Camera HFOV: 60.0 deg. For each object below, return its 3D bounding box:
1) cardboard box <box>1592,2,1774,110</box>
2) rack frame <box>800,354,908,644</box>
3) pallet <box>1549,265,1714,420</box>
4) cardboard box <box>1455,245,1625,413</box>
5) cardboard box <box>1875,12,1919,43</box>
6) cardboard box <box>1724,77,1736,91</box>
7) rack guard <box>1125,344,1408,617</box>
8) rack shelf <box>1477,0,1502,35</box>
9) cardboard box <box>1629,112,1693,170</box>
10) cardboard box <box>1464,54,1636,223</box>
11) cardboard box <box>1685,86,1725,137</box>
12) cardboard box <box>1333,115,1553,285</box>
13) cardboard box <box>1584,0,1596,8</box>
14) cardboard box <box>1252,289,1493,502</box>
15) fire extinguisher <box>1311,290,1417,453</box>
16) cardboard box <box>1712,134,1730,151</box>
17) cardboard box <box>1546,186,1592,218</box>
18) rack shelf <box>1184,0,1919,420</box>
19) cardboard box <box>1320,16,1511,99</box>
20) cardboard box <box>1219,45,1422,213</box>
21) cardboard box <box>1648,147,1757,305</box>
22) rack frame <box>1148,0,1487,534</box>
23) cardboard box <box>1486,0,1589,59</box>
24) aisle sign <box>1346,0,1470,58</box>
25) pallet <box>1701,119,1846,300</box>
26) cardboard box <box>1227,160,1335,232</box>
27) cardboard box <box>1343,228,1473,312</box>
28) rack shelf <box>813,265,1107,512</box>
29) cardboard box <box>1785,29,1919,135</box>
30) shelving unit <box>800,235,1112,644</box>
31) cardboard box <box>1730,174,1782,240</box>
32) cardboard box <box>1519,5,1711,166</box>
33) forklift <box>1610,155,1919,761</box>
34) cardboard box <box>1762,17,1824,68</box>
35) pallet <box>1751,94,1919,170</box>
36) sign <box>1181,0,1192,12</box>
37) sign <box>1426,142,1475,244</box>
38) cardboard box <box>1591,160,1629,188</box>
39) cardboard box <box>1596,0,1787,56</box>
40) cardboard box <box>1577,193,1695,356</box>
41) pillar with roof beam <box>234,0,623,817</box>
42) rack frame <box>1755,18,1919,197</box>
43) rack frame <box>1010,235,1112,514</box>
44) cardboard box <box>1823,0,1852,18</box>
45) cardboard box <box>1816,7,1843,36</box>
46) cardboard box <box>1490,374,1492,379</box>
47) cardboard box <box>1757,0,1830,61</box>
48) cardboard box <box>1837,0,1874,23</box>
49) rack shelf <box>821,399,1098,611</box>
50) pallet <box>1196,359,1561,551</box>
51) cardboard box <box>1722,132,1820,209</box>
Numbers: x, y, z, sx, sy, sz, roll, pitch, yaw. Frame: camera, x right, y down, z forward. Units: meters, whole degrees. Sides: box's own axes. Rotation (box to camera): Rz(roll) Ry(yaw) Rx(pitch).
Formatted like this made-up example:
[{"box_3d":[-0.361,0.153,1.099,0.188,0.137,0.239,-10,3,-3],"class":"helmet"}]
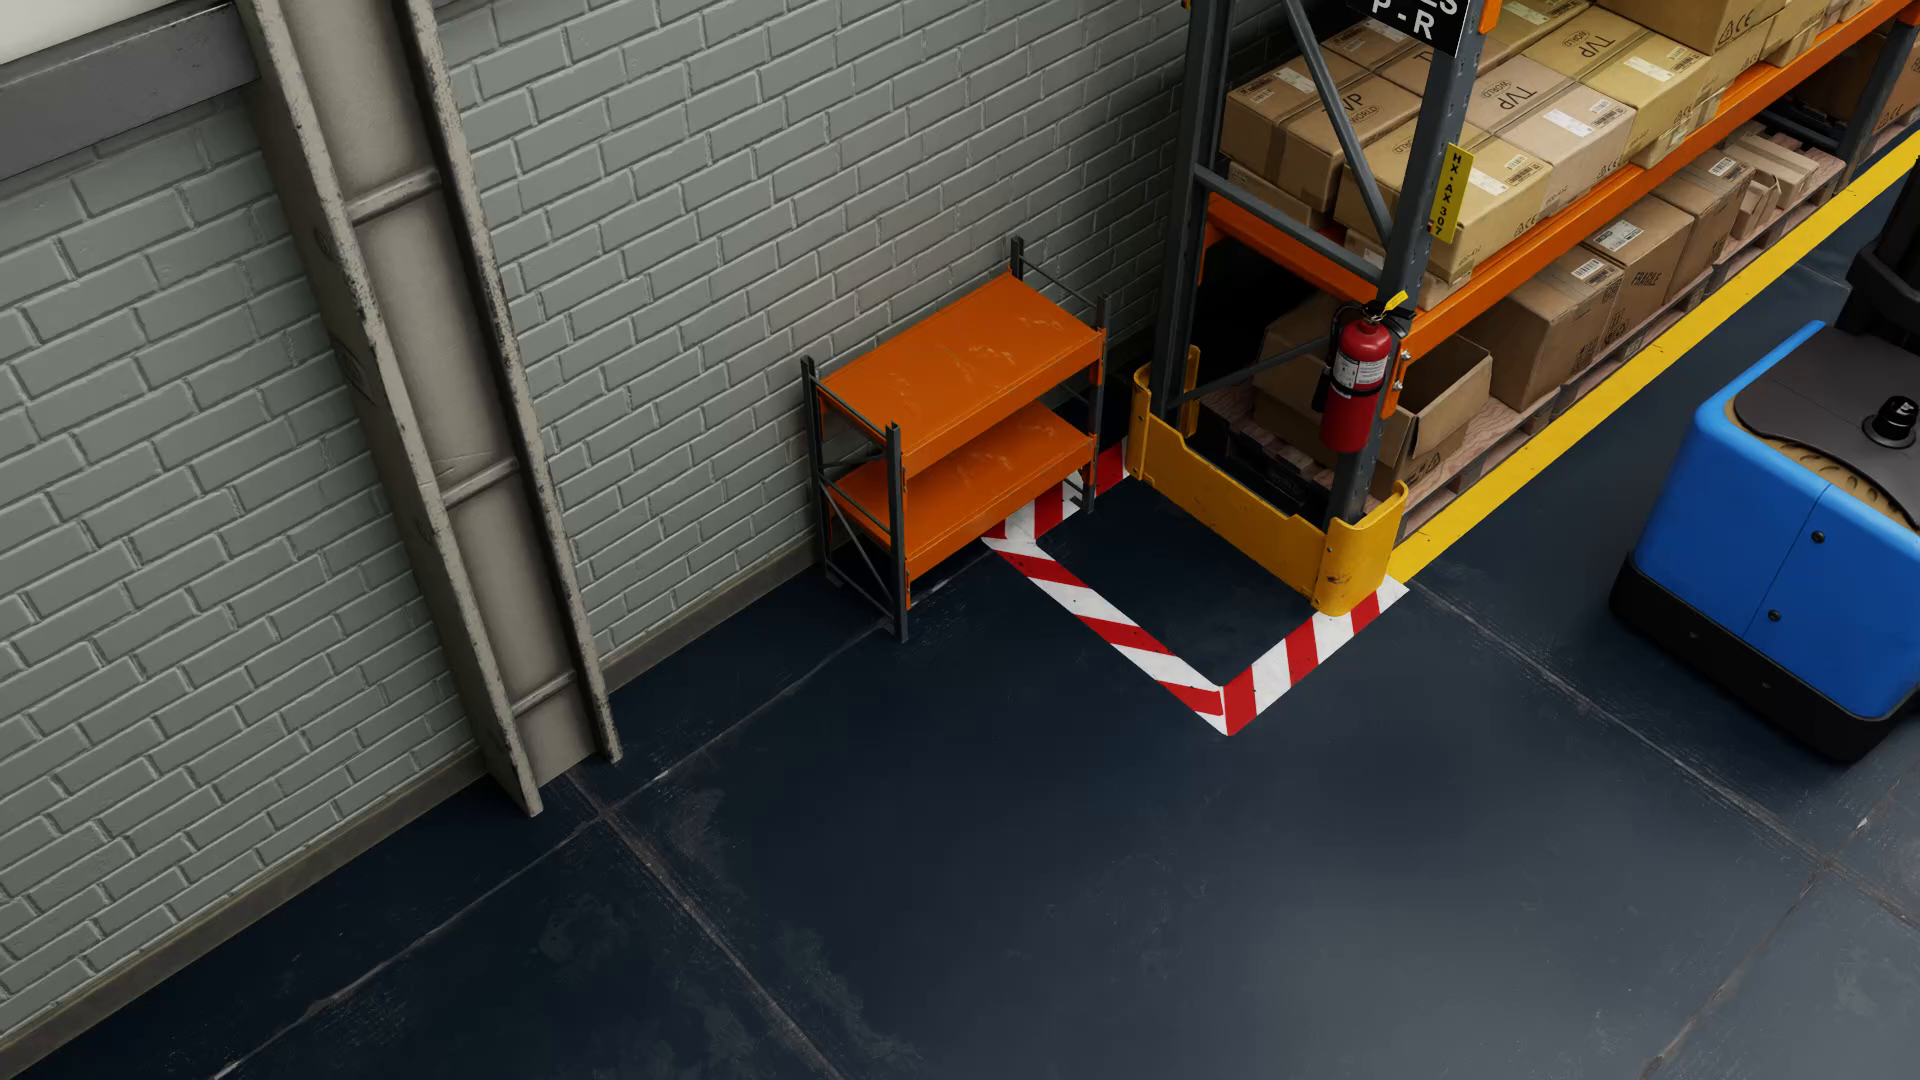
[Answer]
[{"box_3d":[2.761,-1.957,6.414,0.500,0.250,0.500,-35,56,-28],"class":"cardboard box"},{"box_3d":[-0.379,-0.126,6.101,0.032,1.125,0.500,-34,56,-27],"class":"rack frame"},{"box_3d":[2.682,-1.149,7.667,1.213,0.211,1.003,-34,56,-27],"class":"pallet"},{"box_3d":[2.309,-1.010,7.056,0.500,0.500,0.700,-32,55,-26],"class":"cardboard box"},{"box_3d":[4.538,-2.588,8.071,0.250,0.149,0.380,-31,55,-26],"class":"cardboard box"},{"box_3d":[2.874,-1.907,6.640,0.250,0.149,0.380,-34,56,-27],"class":"cardboard box"},{"box_3d":[1.190,-0.253,6.643,0.348,0.500,1.175,-34,56,-27],"class":"rack guard"},{"box_3d":[2.614,-2.825,5.764,4.000,0.370,1.077,-34,56,-27],"class":"rack shelf"},{"box_3d":[2.549,-1.601,6.357,0.250,0.149,0.380,-35,56,-28],"class":"cardboard box"},{"box_3d":[2.024,-1.440,5.937,0.500,0.250,0.500,-33,55,-27],"class":"cardboard box"},{"box_3d":[2.730,-1.742,6.487,0.250,0.149,0.380,-33,55,-26],"class":"cardboard box"},{"box_3d":[1.651,-1.191,5.707,0.500,0.250,0.500,-33,56,-27],"class":"cardboard box"},{"box_3d":[2.435,-2.239,6.675,0.500,0.250,0.500,-34,56,-27],"class":"cardboard box"},{"box_3d":[1.651,-0.609,6.684,0.637,0.503,0.797,-36,57,-28],"class":"cardboard box"},{"box_3d":[1.336,-0.586,5.556,0.183,0.674,0.296,-34,56,-27],"class":"fire extinguisher"},{"box_3d":[3.446,-2.073,8.165,0.500,0.311,0.500,-32,55,-26],"class":"cardboard box"},{"box_3d":[2.118,-1.382,6.155,0.250,0.149,0.380,-32,55,-26],"class":"cardboard box"},{"box_3d":[2.614,-1.808,6.866,4.000,0.370,1.077,-34,56,-27],"class":"rack shelf"},{"box_3d":[1.678,-1.739,6.213,0.500,0.250,0.500,-34,56,-27],"class":"cardboard box"},{"box_3d":[1.296,-1.484,5.978,0.500,0.250,0.500,-32,55,-26],"class":"cardboard box"},{"box_3d":[3.077,-1.523,7.529,0.500,0.500,0.700,-36,57,-28],"class":"cardboard box"},{"box_3d":[1.134,-1.063,5.690,0.127,3.000,1.000,-34,56,-27],"class":"rack frame"},{"box_3d":[2.048,-1.981,6.437,0.500,0.250,0.500,-32,55,-26],"class":"cardboard box"},{"box_3d":[1.281,-1.751,4.556,0.004,0.787,0.394,-34,56,-27],"class":"aisle sign"},{"box_3d":[3.585,-1.756,8.227,1.213,0.211,1.003,-34,56,-27],"class":"pallet"},{"box_3d":[1.199,-1.287,6.068,0.250,0.149,0.380,-34,56,-28],"class":"cardboard box"},{"box_3d":[1.562,-0.991,5.794,0.250,0.149,0.380,-34,56,-27],"class":"cardboard box"},{"box_3d":[-0.004,-0.576,6.118,1.000,0.278,0.538,-34,56,-27],"class":"rack shelf"},{"box_3d":[4.603,-2.452,8.387,0.500,0.500,0.500,-31,55,-26],"class":"cardboard box"},{"box_3d":[-0.004,-0.378,6.333,1.048,1.125,0.538,-34,56,-27],"class":"shelving unit"},{"box_3d":[3.615,-1.644,7.801,0.258,0.266,0.396,-32,55,-26],"class":"cardboard box"},{"box_3d":[2.397,-1.692,6.170,0.500,0.250,0.500,-35,56,-28],"class":"cardboard box"},{"box_3d":[3.972,-1.133,5.801,3.031,2.935,1.130,-32,55,-26],"class":"forklift"},{"box_3d":[3.291,-2.122,6.838,0.250,0.149,0.380,-35,56,-28],"class":"cardboard box"},{"box_3d":[4.670,-2.517,8.929,1.213,0.211,1.003,-34,56,-27],"class":"pallet"},{"box_3d":[0.776,-1.874,5.436,0.005,0.325,0.100,-34,56,-27],"class":"sign"},{"box_3d":[1.499,-1.061,5.099,0.005,0.325,0.100,-34,56,-27],"class":"sign"},{"box_3d":[2.311,-1.517,6.279,0.250,0.149,0.380,-33,55,-27],"class":"cardboard box"},{"box_3d":[2.761,-2.187,6.116,0.500,0.500,0.500,-32,55,-26],"class":"cardboard box"},{"box_3d":[2.768,-1.217,7.247,0.500,0.500,0.500,-33,55,-27],"class":"cardboard box"},{"box_3d":[1.429,0.087,0.547,0.400,9.000,9.100,-34,56,-27],"class":"pillar with roof beam"},{"box_3d":[4.094,-3.040,7.514,0.127,3.000,1.000,-34,56,-27],"class":"rack frame"},{"box_3d":[0.372,-0.630,6.566,0.032,1.125,0.500,-34,56,-27],"class":"rack frame"},{"box_3d":[3.520,-2.450,6.869,0.500,0.250,0.500,-34,56,-27],"class":"cardboard box"},{"box_3d":[3.461,-2.263,6.968,0.250,0.149,0.380,-32,55,-26],"class":"cardboard box"},{"box_3d":[1.991,-0.678,6.989,0.250,0.149,0.380,-36,57,-28],"class":"cardboard box"},{"box_3d":[3.142,-2.211,6.649,0.500,0.250,0.500,-34,56,-27],"class":"cardboard box"},{"box_3d":[3.674,-2.378,7.074,0.250,0.149,0.380,-32,55,-26],"class":"cardboard box"},{"box_3d":[-0.004,-0.212,6.513,1.000,0.278,0.538,-34,56,-27],"class":"rack shelf"},{"box_3d":[1.780,-0.549,7.113,1.213,0.211,1.003,-34,56,-27],"class":"pallet"},{"box_3d":[3.879,-1.781,8.006,0.250,0.149,0.380,-35,56,-28],"class":"cardboard box"}]
